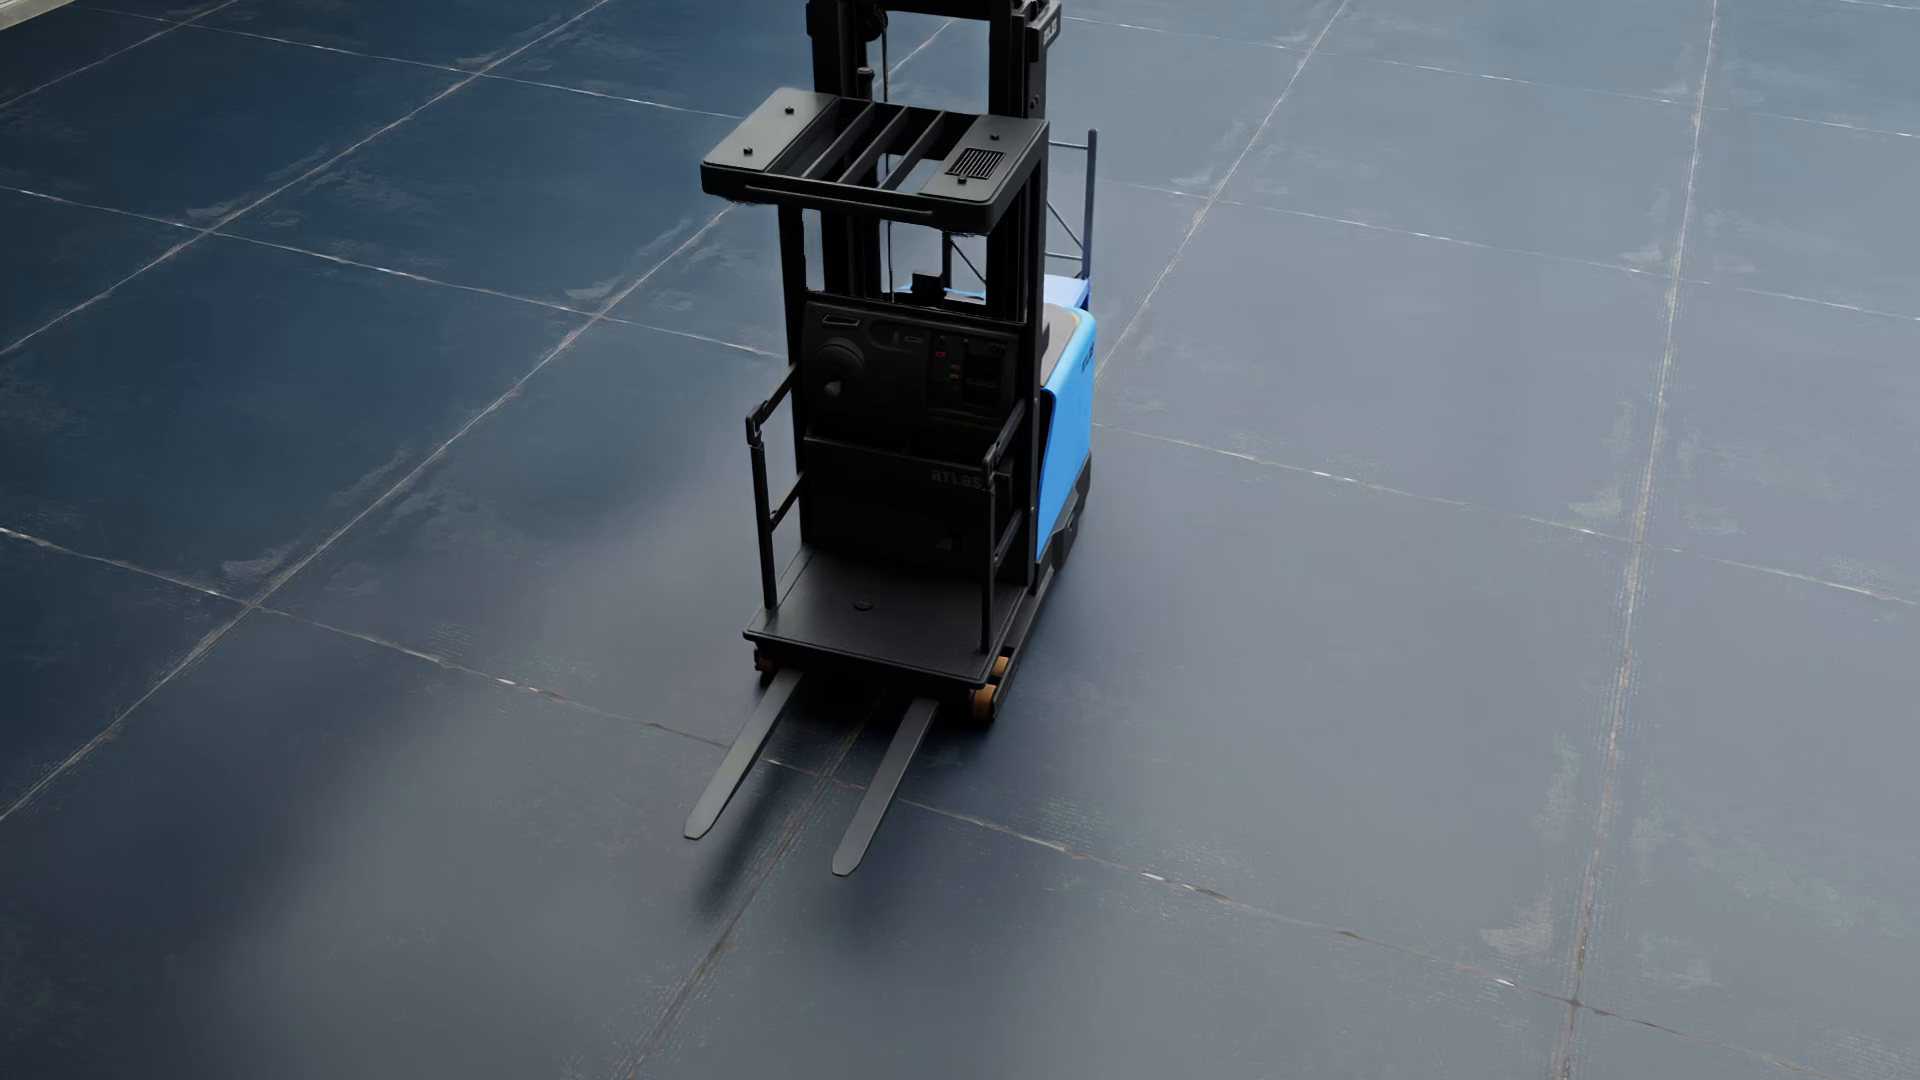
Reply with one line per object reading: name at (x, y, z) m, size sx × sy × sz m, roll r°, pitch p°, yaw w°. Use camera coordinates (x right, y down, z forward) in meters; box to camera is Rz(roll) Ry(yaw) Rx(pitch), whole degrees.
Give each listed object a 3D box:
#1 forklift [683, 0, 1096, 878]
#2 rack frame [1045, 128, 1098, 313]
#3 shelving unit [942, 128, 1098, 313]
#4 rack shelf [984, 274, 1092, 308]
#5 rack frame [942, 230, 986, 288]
forklift at (-0.276, -0.663, 6.689) m, size 1.130 × 2.935 × 3.031 m, roll 11°, pitch 38°, yaw 14°
rack frame at (0.471, -1.557, 9.080) m, size 0.500 × 1.500 × 0.032 m, roll 11°, pitch 38°, yaw 14°
shelving unit at (0.314, -1.267, 8.693) m, size 0.538 × 1.500 × 1.048 m, roll 11°, pitch 38°, yaw 14°
rack shelf at (0.314, -1.123, 8.801) m, size 0.538 × 0.185 × 1.000 m, roll 11°, pitch 38°, yaw 14°
rack frame at (0.158, -0.978, 8.306) m, size 0.500 × 1.500 × 0.032 m, roll 11°, pitch 38°, yaw 14°
